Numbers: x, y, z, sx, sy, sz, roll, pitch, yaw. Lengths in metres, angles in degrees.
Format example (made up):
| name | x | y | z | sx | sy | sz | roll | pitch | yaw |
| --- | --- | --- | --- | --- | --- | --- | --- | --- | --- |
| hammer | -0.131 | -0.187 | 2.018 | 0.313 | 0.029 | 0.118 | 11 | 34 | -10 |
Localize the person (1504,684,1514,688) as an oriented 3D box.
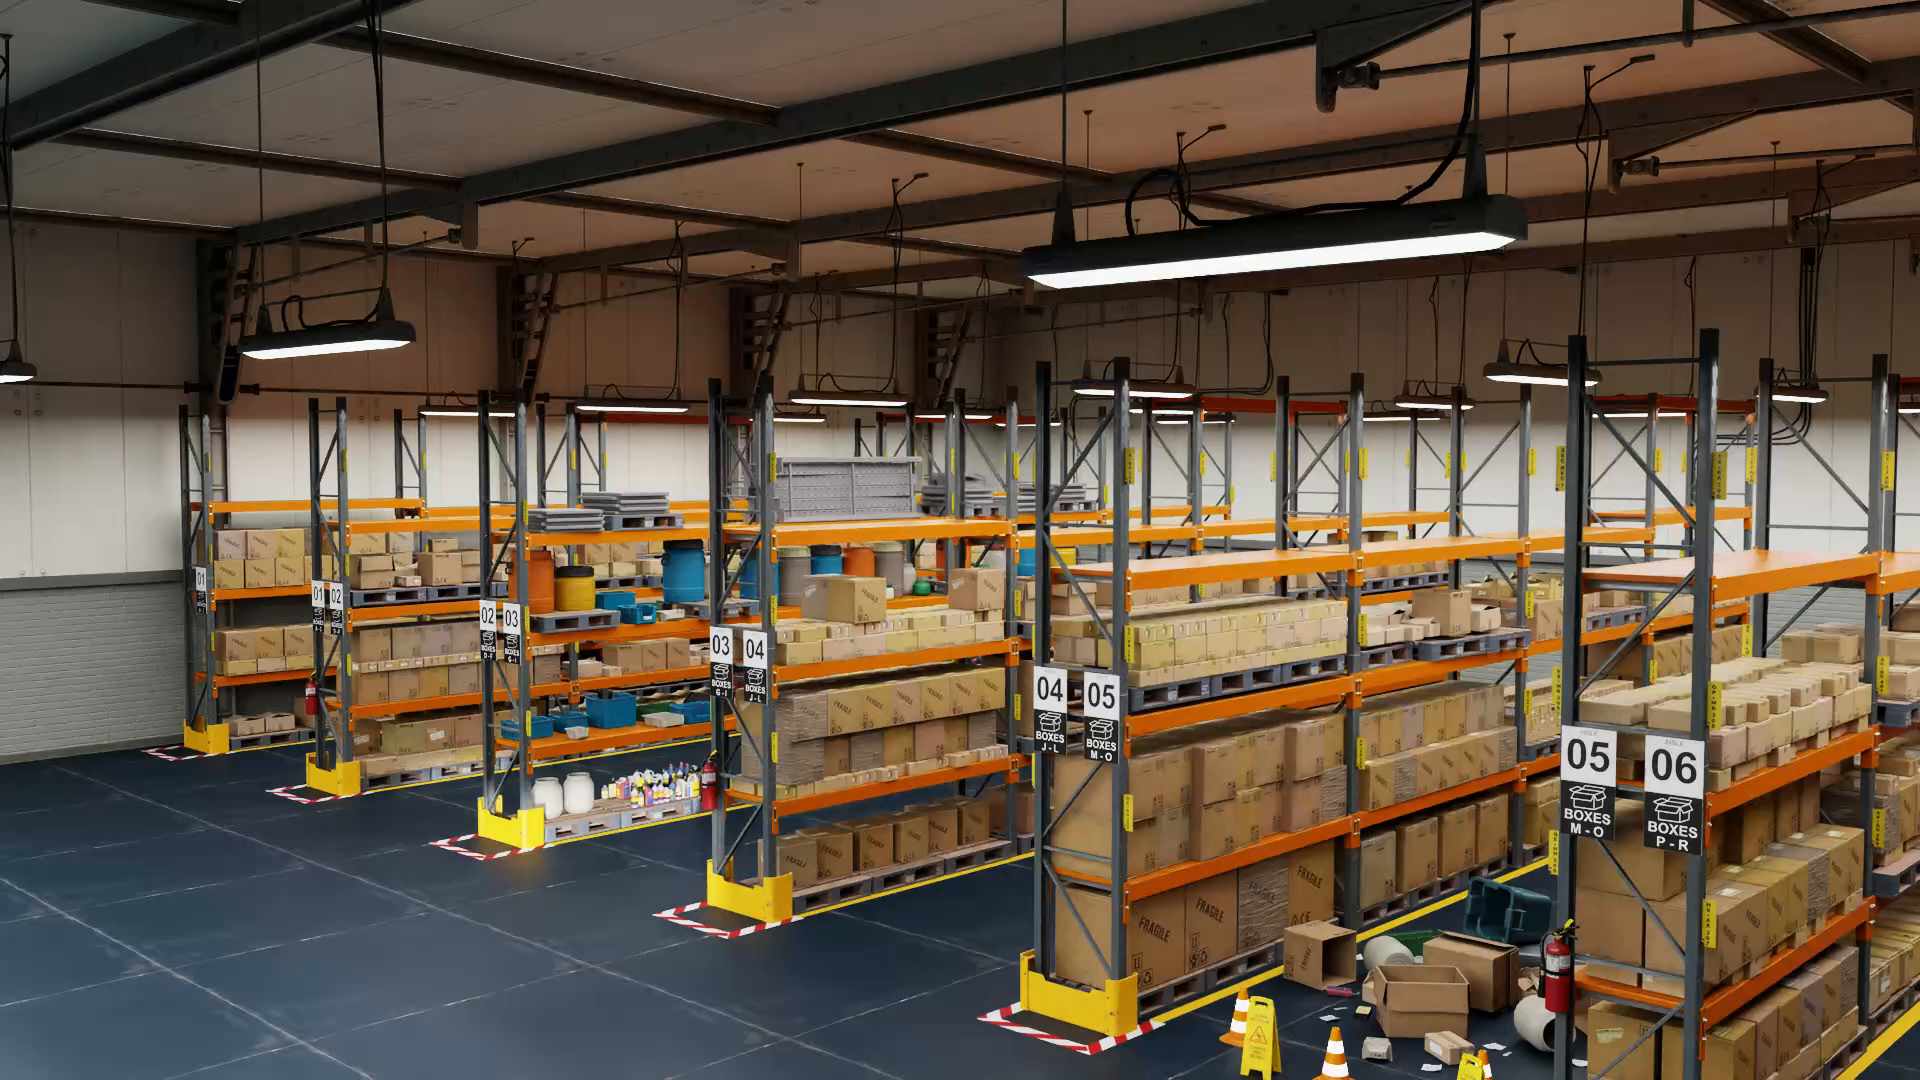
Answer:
| name | x | y | z | sx | sy | sz | roll | pitch | yaw |
| --- | --- | --- | --- | --- | --- | --- | --- | --- | --- |
| person | 8.255 | 3.012 | 24.994 | 0.560 | 1.680 | 0.605 | 3 | 4 | 40 |
